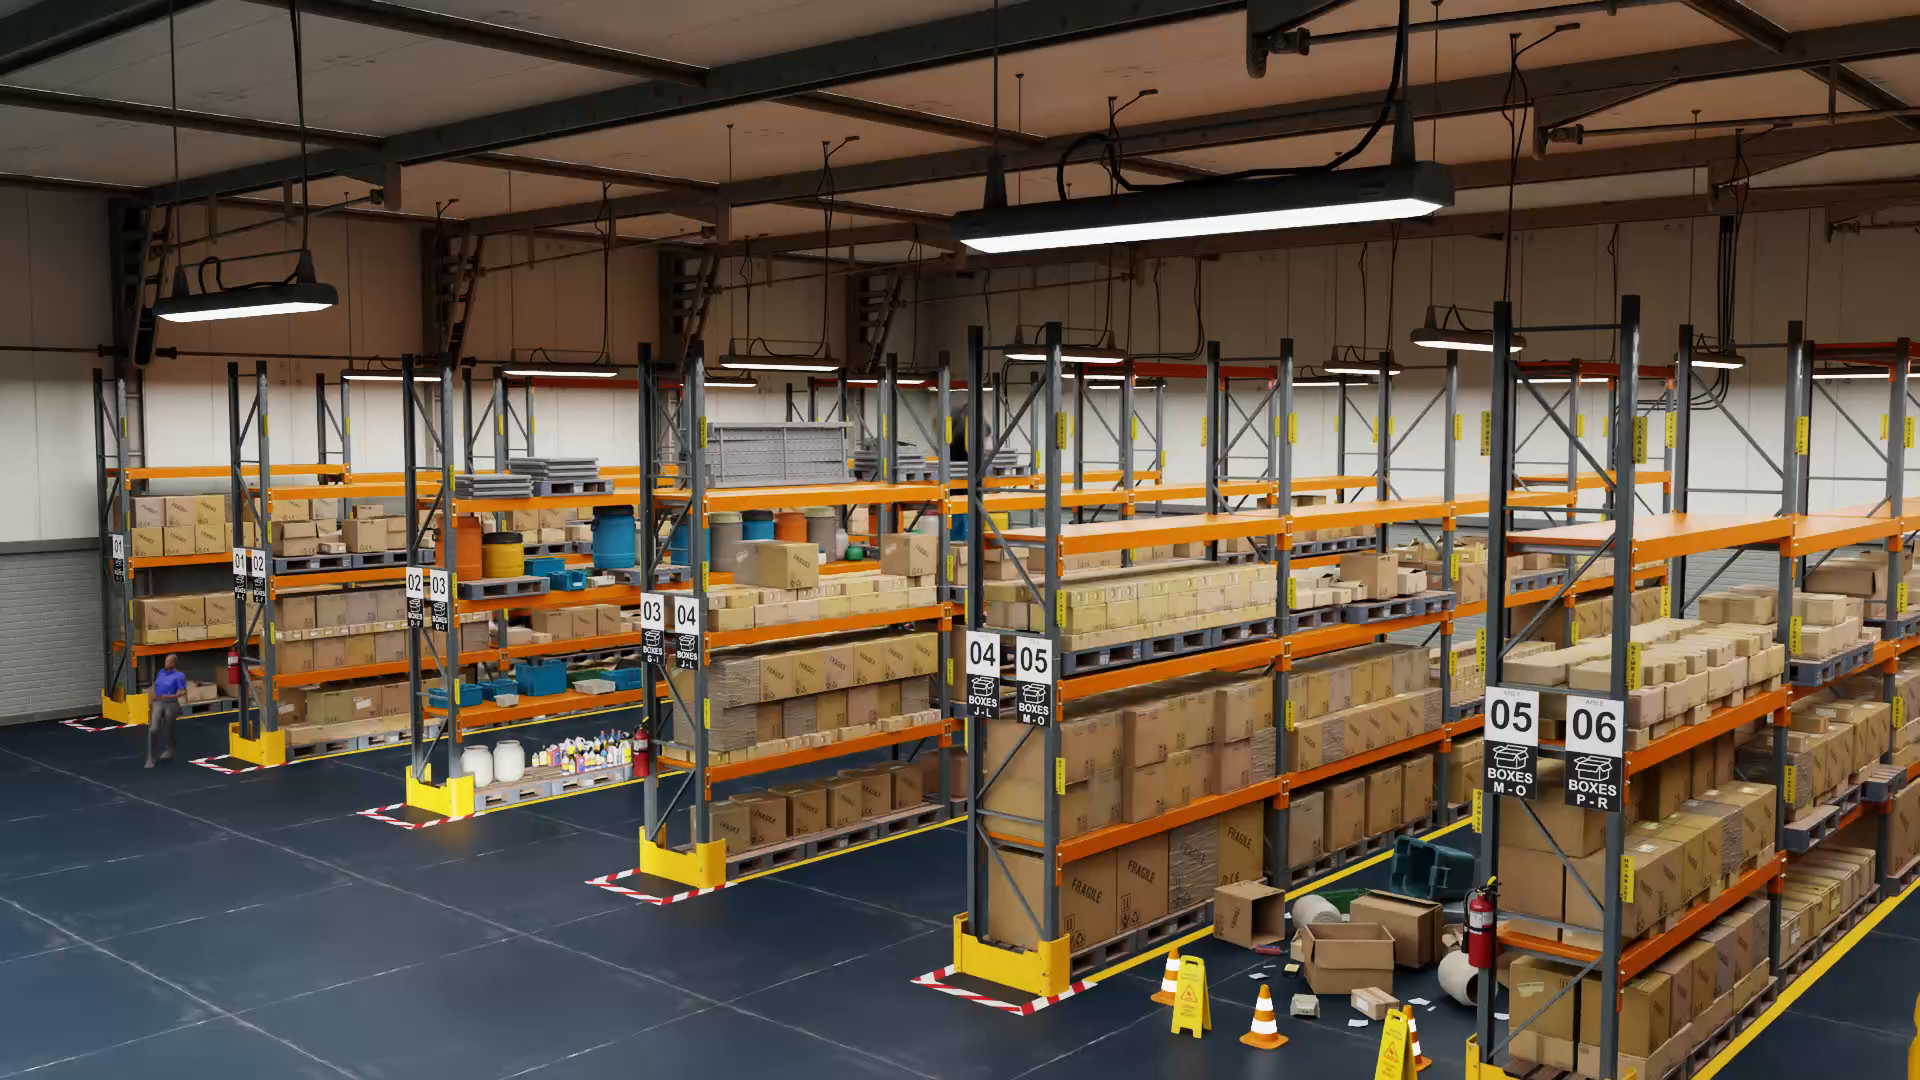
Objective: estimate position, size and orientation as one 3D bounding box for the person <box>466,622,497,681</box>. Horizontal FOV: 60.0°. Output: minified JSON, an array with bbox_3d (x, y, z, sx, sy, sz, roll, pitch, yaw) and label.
[{"bbox_3d":[-8.653,2.087,30.218,0.712,1.739,0.652,3,5,36],"label":"person"}]

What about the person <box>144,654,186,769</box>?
[{"bbox_3d":[-11.803,2.532,24.830,0.568,1.689,0.756,0,4,-4],"label":"person"}]
